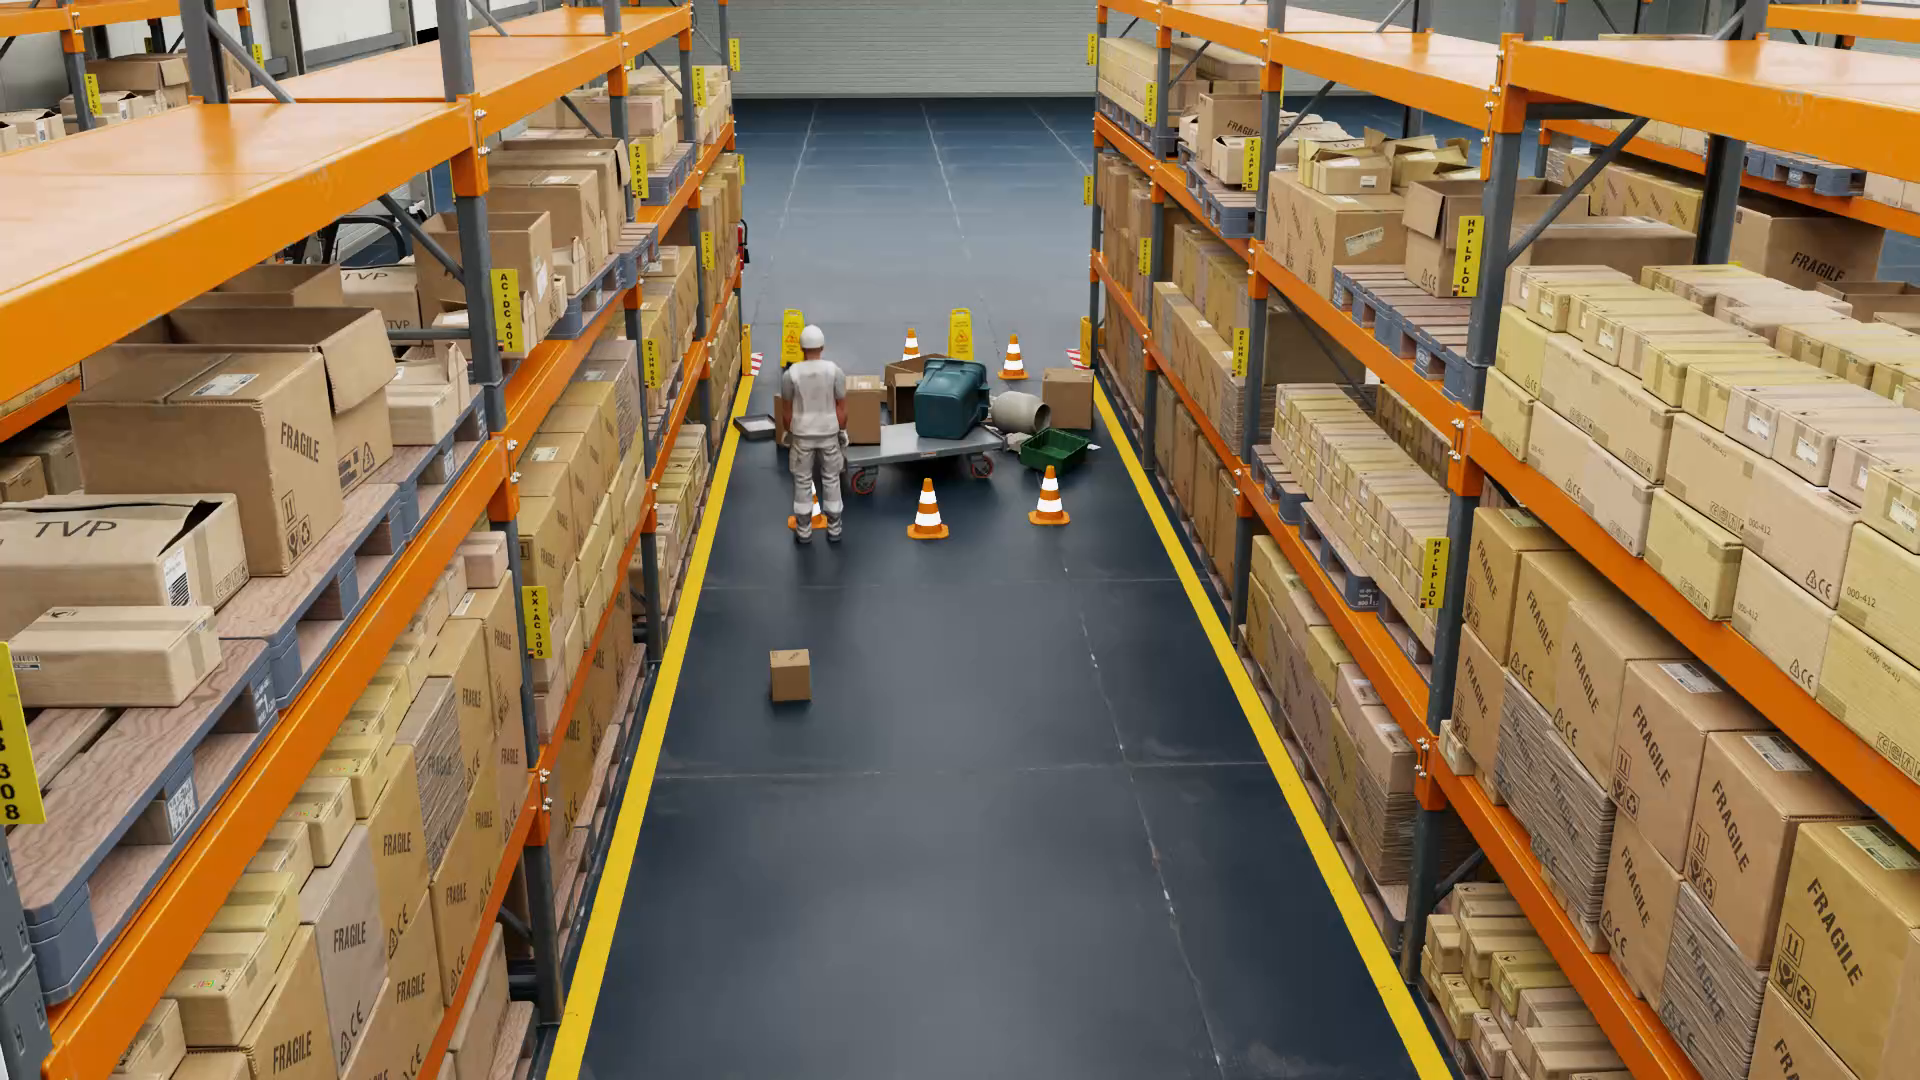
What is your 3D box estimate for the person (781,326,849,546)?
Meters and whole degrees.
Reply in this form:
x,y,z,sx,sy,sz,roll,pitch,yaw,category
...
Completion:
x,y,z,sx,sy,sz,roll,pitch,yaw,category
-1.162,-0.837,13.308,0.536,1.794,0.379,-3,20,-9,person
